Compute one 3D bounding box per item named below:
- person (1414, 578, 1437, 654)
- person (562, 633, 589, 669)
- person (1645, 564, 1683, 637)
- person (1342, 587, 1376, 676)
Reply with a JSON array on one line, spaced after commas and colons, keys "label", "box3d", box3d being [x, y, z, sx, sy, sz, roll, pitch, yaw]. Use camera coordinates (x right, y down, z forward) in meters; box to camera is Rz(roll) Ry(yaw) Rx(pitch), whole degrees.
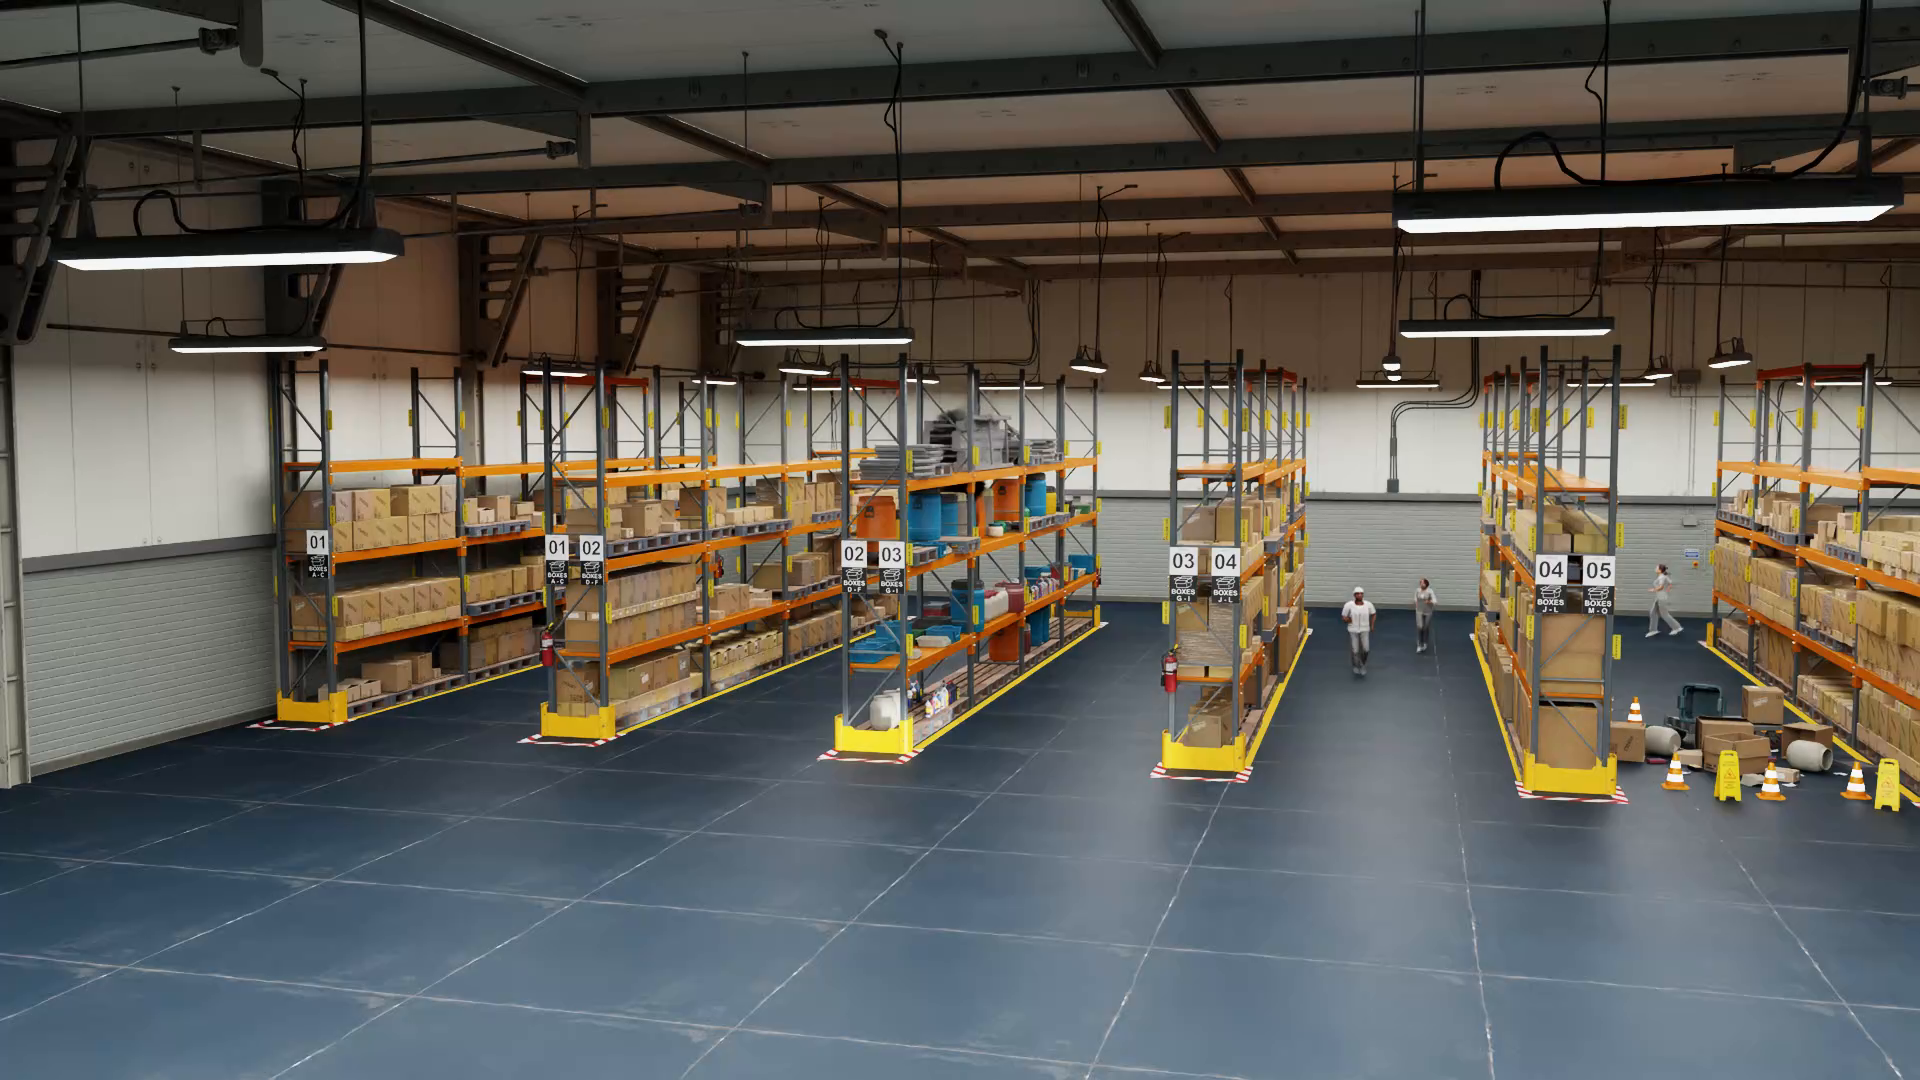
[{"label": "person", "box3d": [10.033, 1.646, 35.886, 0.509, 1.626, 0.721, 2, 4, 22]}, {"label": "person", "box3d": [-6.823, 1.963, 29.785, 0.677, 1.834, 0.908, 1, 4, 9]}, {"label": "person", "box3d": [16.251, 1.412, 38.342, 0.819, 1.709, 0.561, 2, 5, 27]}, {"label": "person", "box3d": [7.796, 1.796, 32.453, 0.680, 1.749, 0.626, 1, 4, 8]}]
